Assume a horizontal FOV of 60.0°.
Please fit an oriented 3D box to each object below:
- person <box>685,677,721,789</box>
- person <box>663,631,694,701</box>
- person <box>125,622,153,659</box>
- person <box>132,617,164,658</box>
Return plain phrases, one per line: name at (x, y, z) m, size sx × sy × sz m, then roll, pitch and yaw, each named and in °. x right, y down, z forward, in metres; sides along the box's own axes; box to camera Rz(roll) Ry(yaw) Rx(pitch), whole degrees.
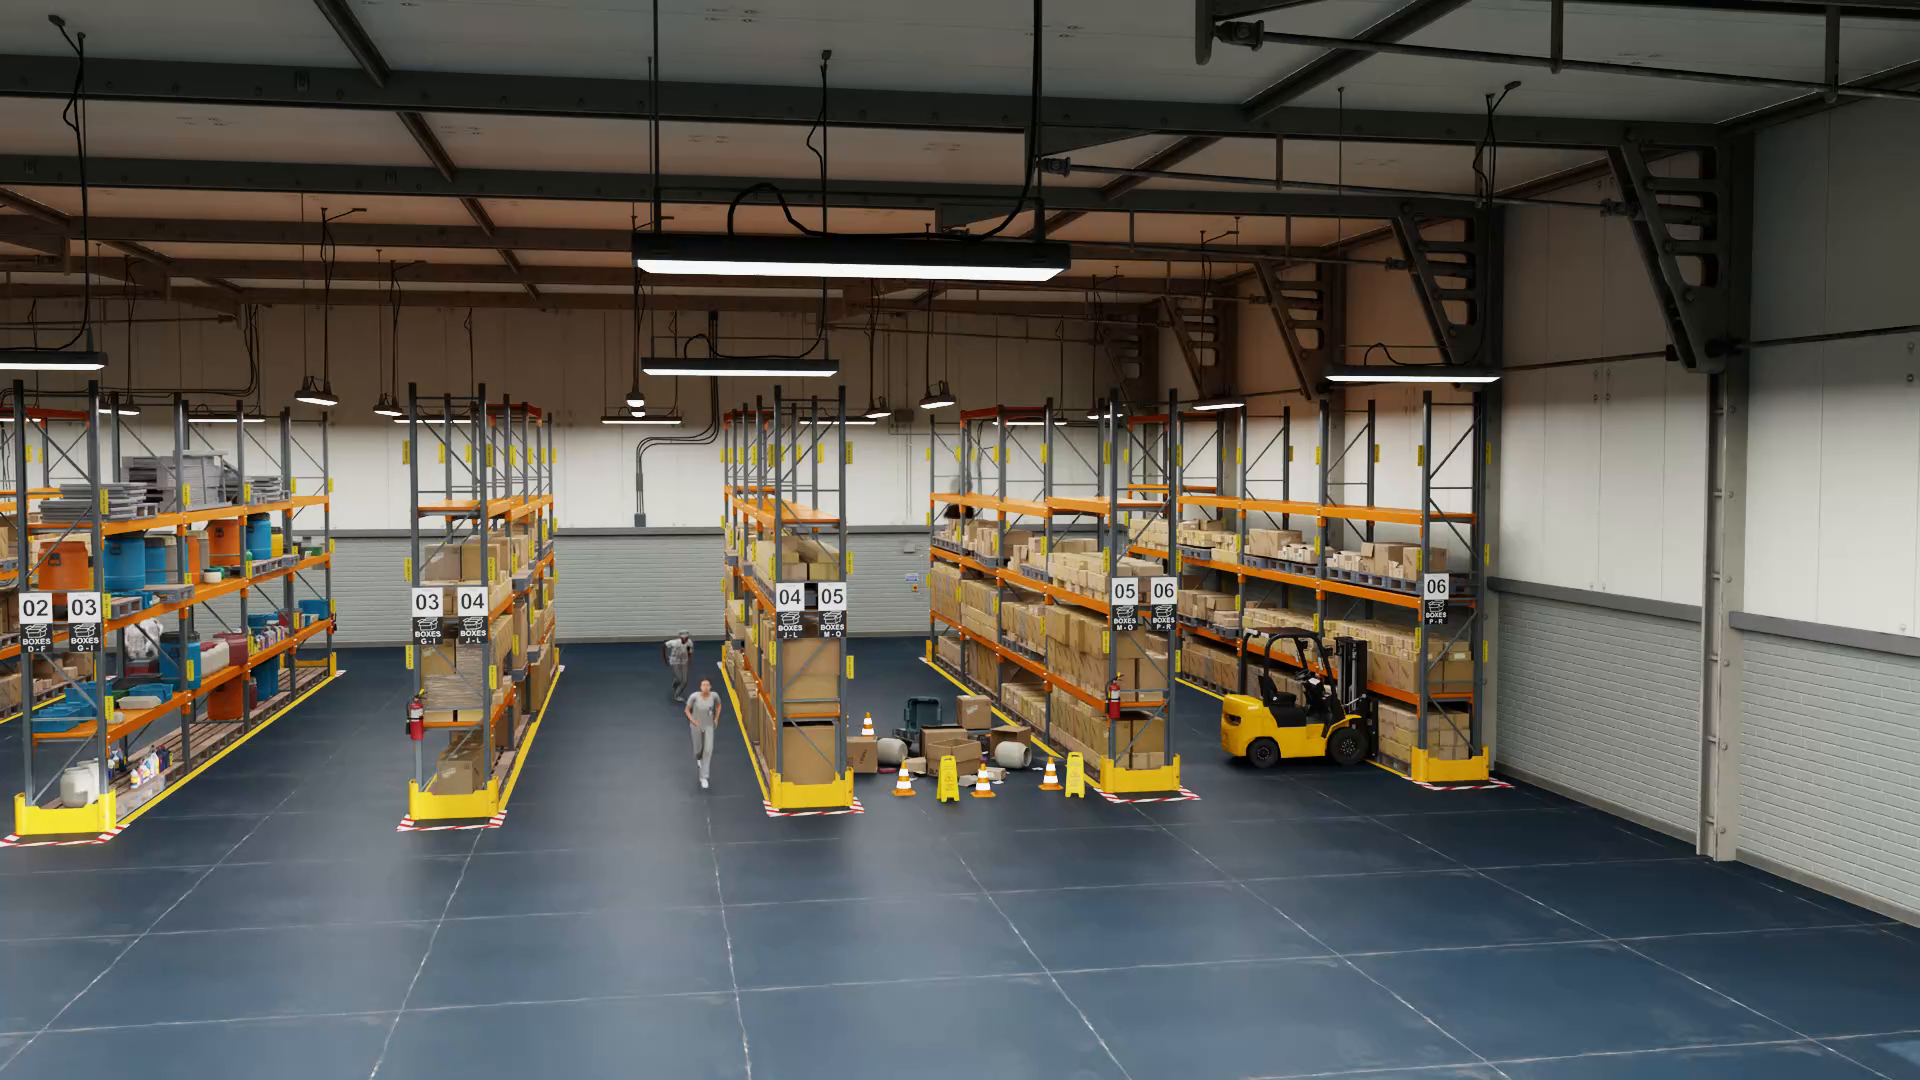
person at (-3.943, 2.901, 25.491) m, size 0.553 × 1.658 × 1.059 m, roll -1°, pitch 3°, yaw -13°
person at (-5.713, 2.559, 33.763) m, size 0.596 × 1.485 × 0.784 m, roll -2°, pitch 3°, yaw -28°
person at (-17.559, 2.373, 35.460) m, size 0.595 × 1.667 × 0.547 m, roll -1°, pitch 3°, yaw -19°
person at (-18.413, 2.297, 37.770) m, size 0.686 × 1.628 × 0.731 m, roll 1°, pitch 3°, yaw 26°
